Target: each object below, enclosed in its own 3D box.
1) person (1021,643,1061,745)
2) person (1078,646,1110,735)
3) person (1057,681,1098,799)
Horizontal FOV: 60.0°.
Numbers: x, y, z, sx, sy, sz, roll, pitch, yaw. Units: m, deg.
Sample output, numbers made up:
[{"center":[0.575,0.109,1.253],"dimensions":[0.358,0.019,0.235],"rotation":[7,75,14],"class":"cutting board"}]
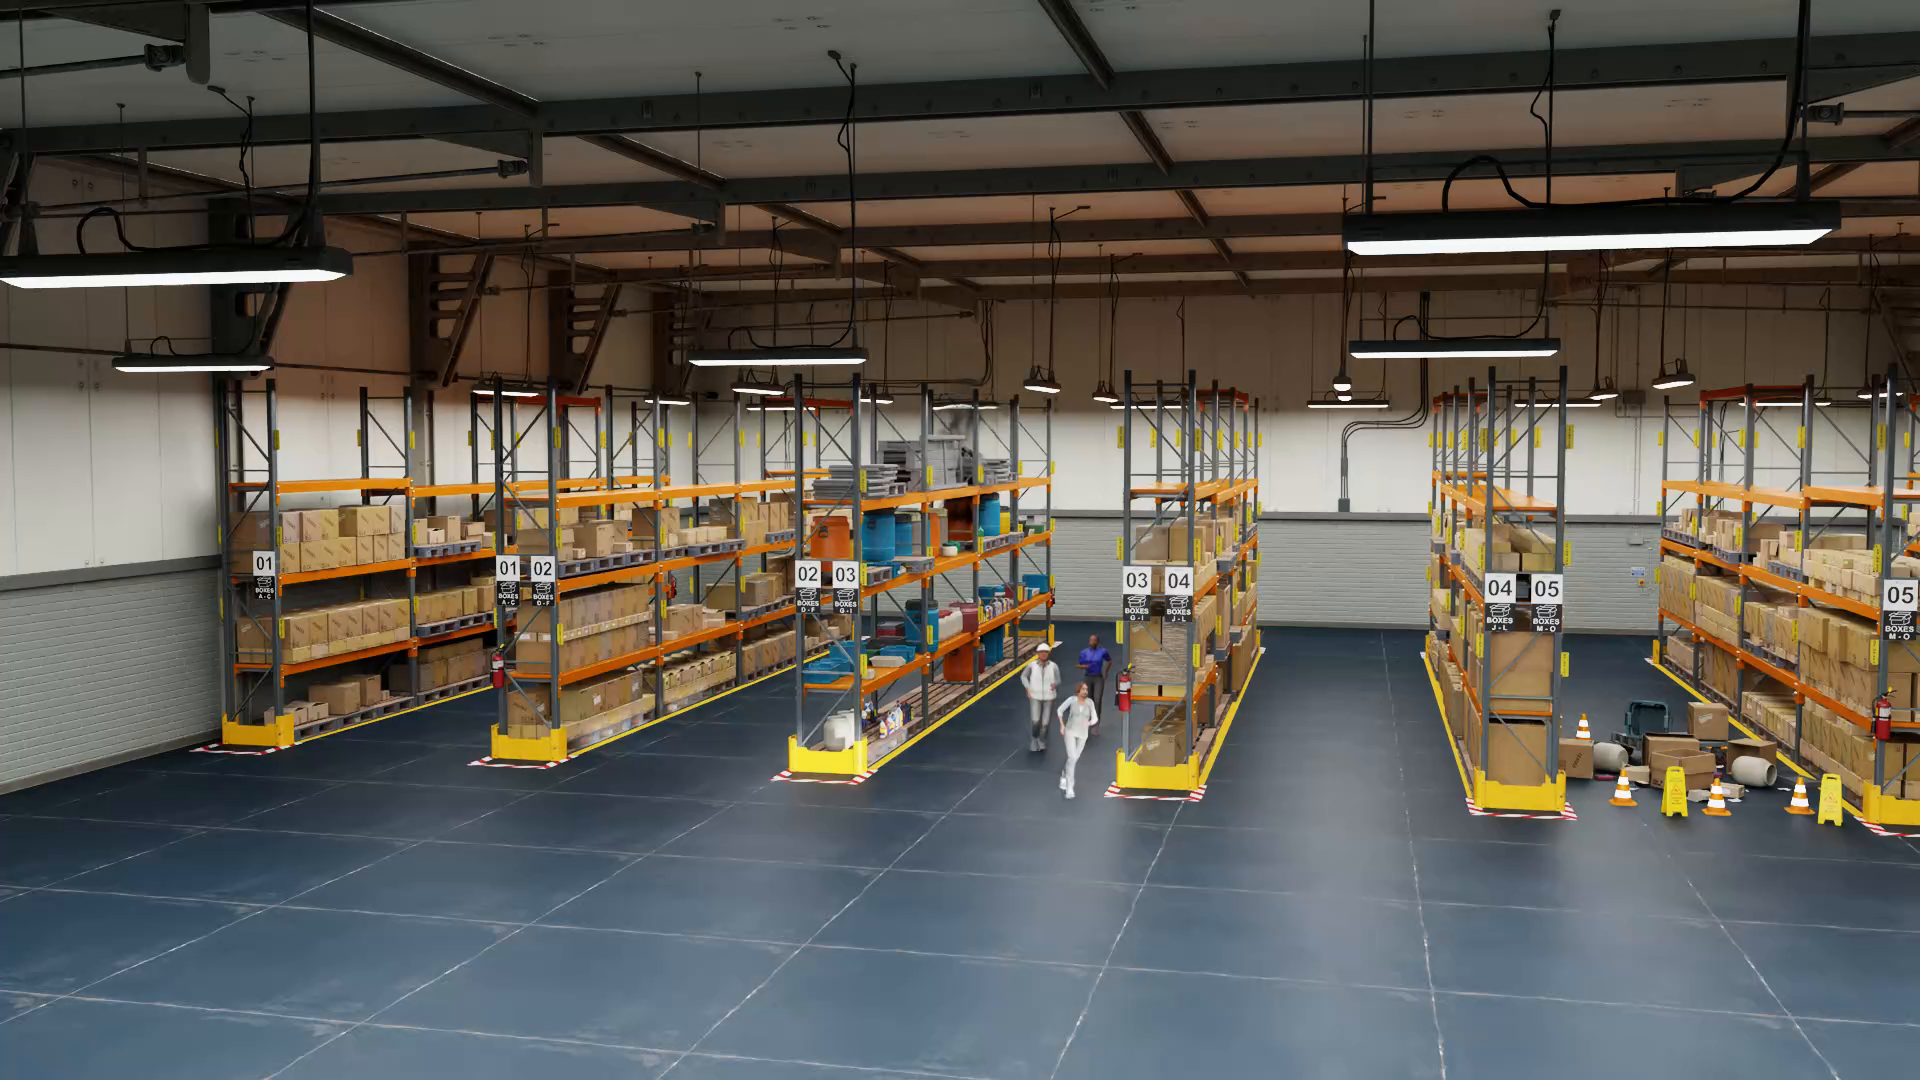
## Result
[{"center":[1.311,2.485,26.565],"dimensions":[0.634,1.668,0.688],"rotation":[0,3,-4],"class":"person"},{"center":[2.282,2.538,28.472],"dimensions":[0.539,1.447,0.909],"rotation":[1,3,10],"class":"person"},{"center":[1.667,2.803,23.558],"dimensions":[0.525,1.617,0.702],"rotation":[-1,4,-15],"class":"person"}]
